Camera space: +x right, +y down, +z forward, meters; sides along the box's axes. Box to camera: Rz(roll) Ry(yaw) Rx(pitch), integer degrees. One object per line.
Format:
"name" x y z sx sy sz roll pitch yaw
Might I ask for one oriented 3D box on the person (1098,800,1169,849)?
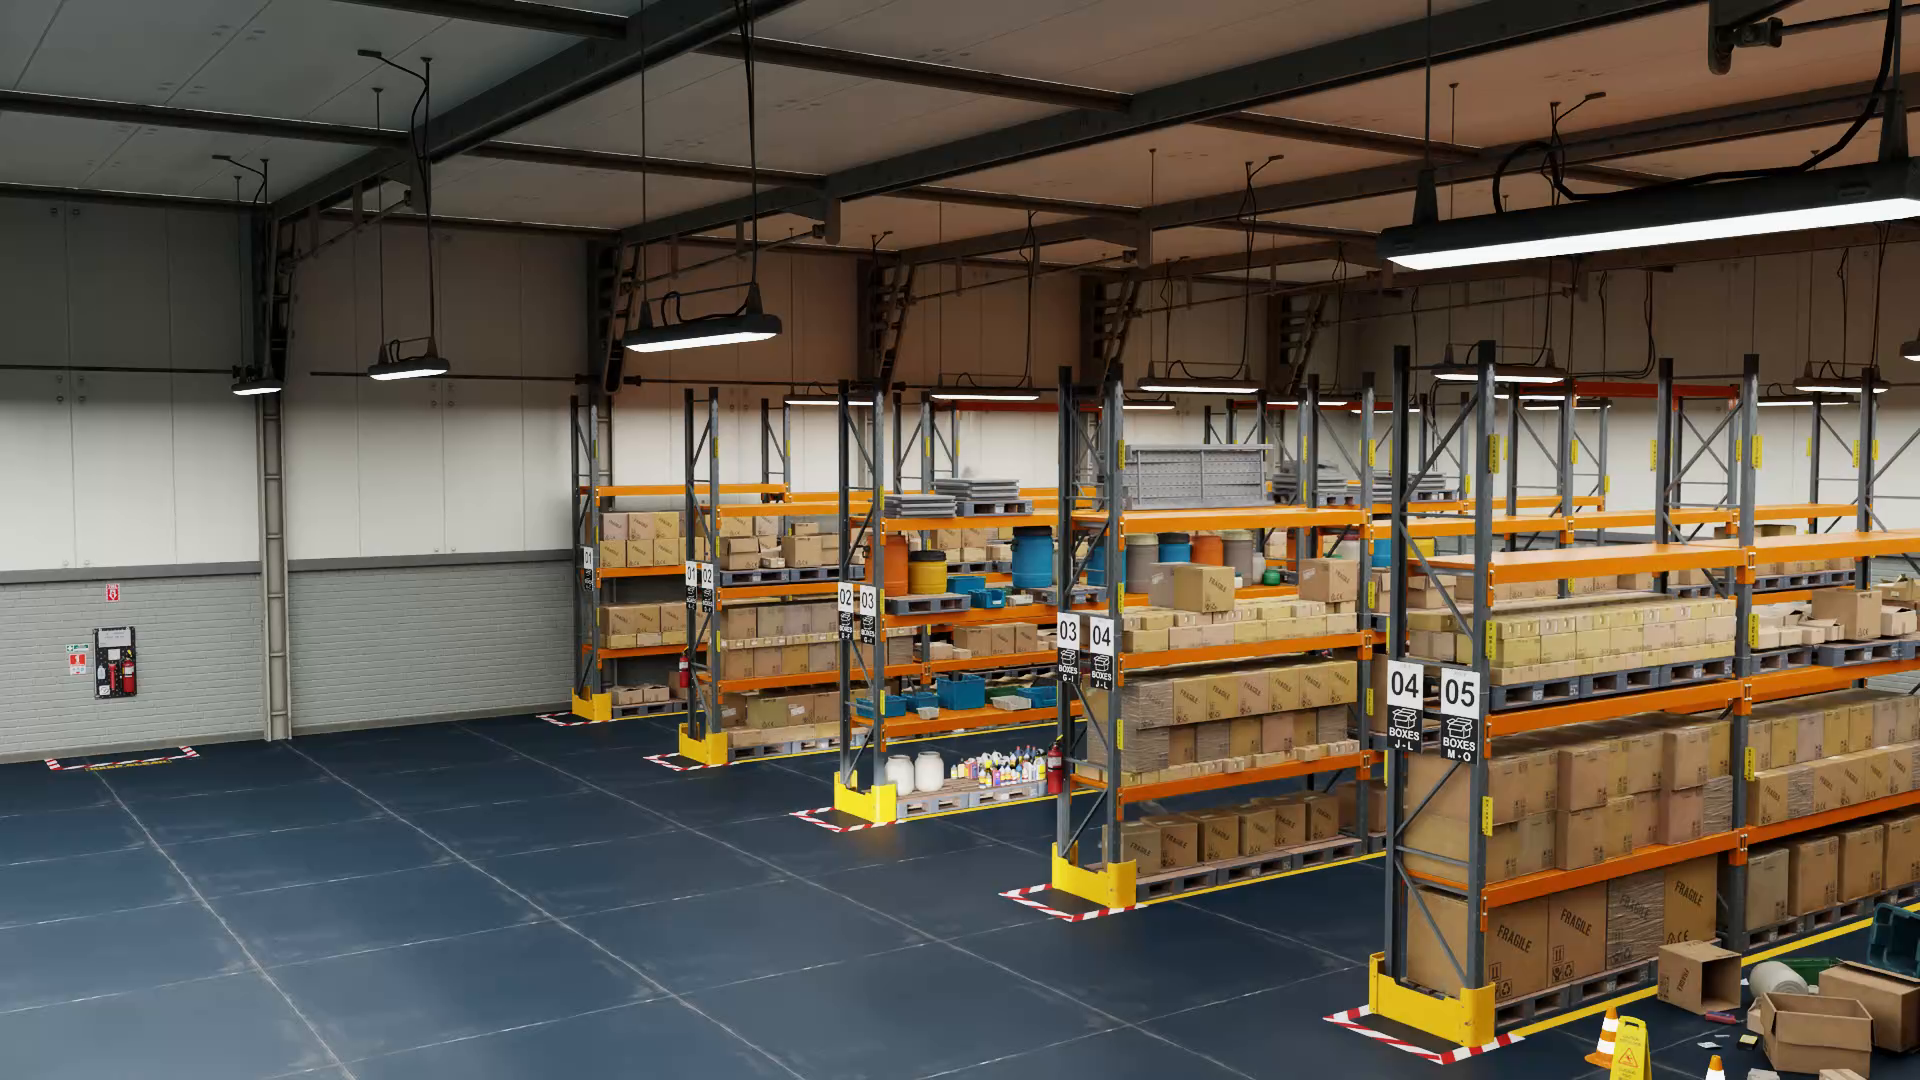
"person" 2.242 3.048 21.279 1.091 1.712 0.560 -3 4 -38
